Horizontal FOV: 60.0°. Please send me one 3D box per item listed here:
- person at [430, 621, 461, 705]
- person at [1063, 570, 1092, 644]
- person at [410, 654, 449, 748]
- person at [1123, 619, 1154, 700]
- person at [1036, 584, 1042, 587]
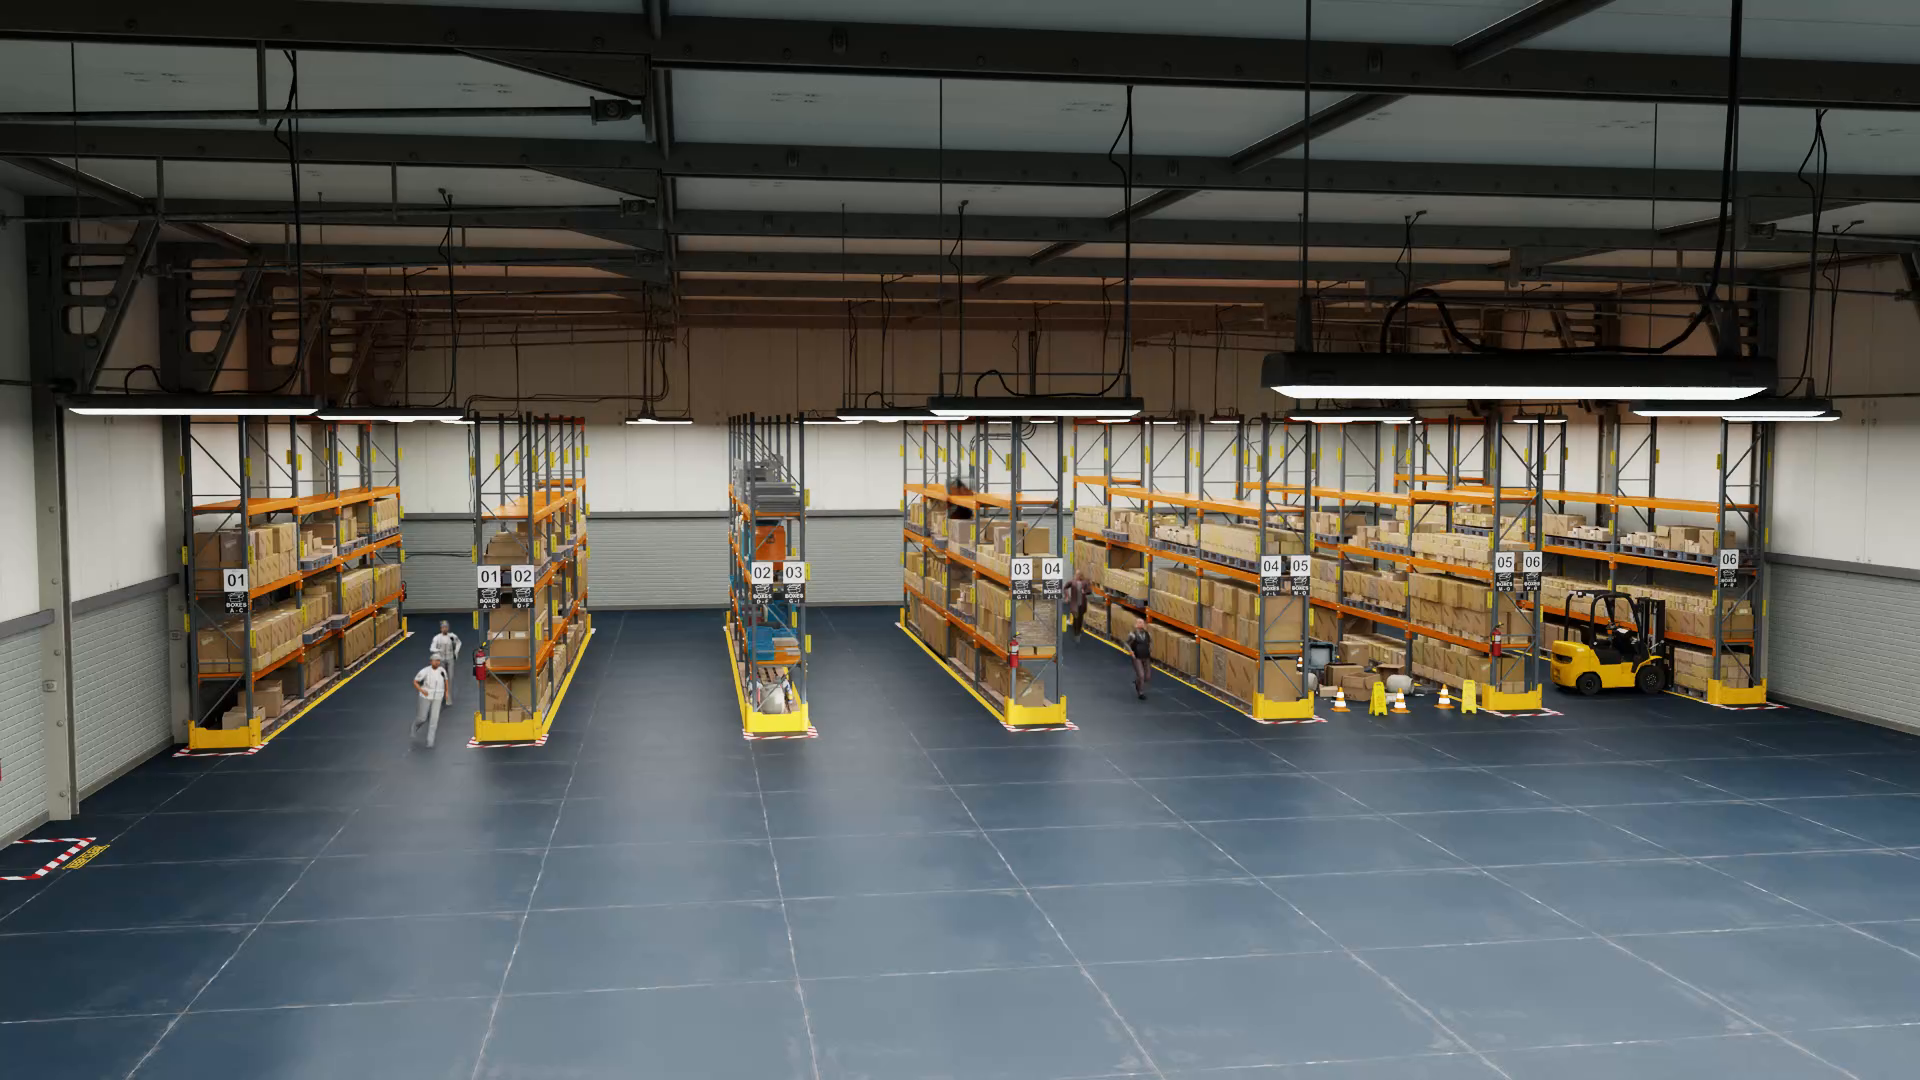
[{"bbox_3d":[-10.660,2.507,34.479,0.612,1.695,0.920,-1,4,-16],"label":"person"},{"bbox_3d":[3.046,1.689,42.751,0.680,1.855,0.875,-1,4,-10],"label":"person"},{"bbox_3d":[-9.517,2.870,29.997,0.681,1.632,0.884,-3,5,-33],"label":"person"},{"bbox_3d":[3.784,2.501,35.055,0.666,1.680,0.753,-1,4,-19],"label":"person"},{"bbox_3d":[2.119,1.636,47.562,0.766,1.756,0.647,1,4,7],"label":"person"}]
